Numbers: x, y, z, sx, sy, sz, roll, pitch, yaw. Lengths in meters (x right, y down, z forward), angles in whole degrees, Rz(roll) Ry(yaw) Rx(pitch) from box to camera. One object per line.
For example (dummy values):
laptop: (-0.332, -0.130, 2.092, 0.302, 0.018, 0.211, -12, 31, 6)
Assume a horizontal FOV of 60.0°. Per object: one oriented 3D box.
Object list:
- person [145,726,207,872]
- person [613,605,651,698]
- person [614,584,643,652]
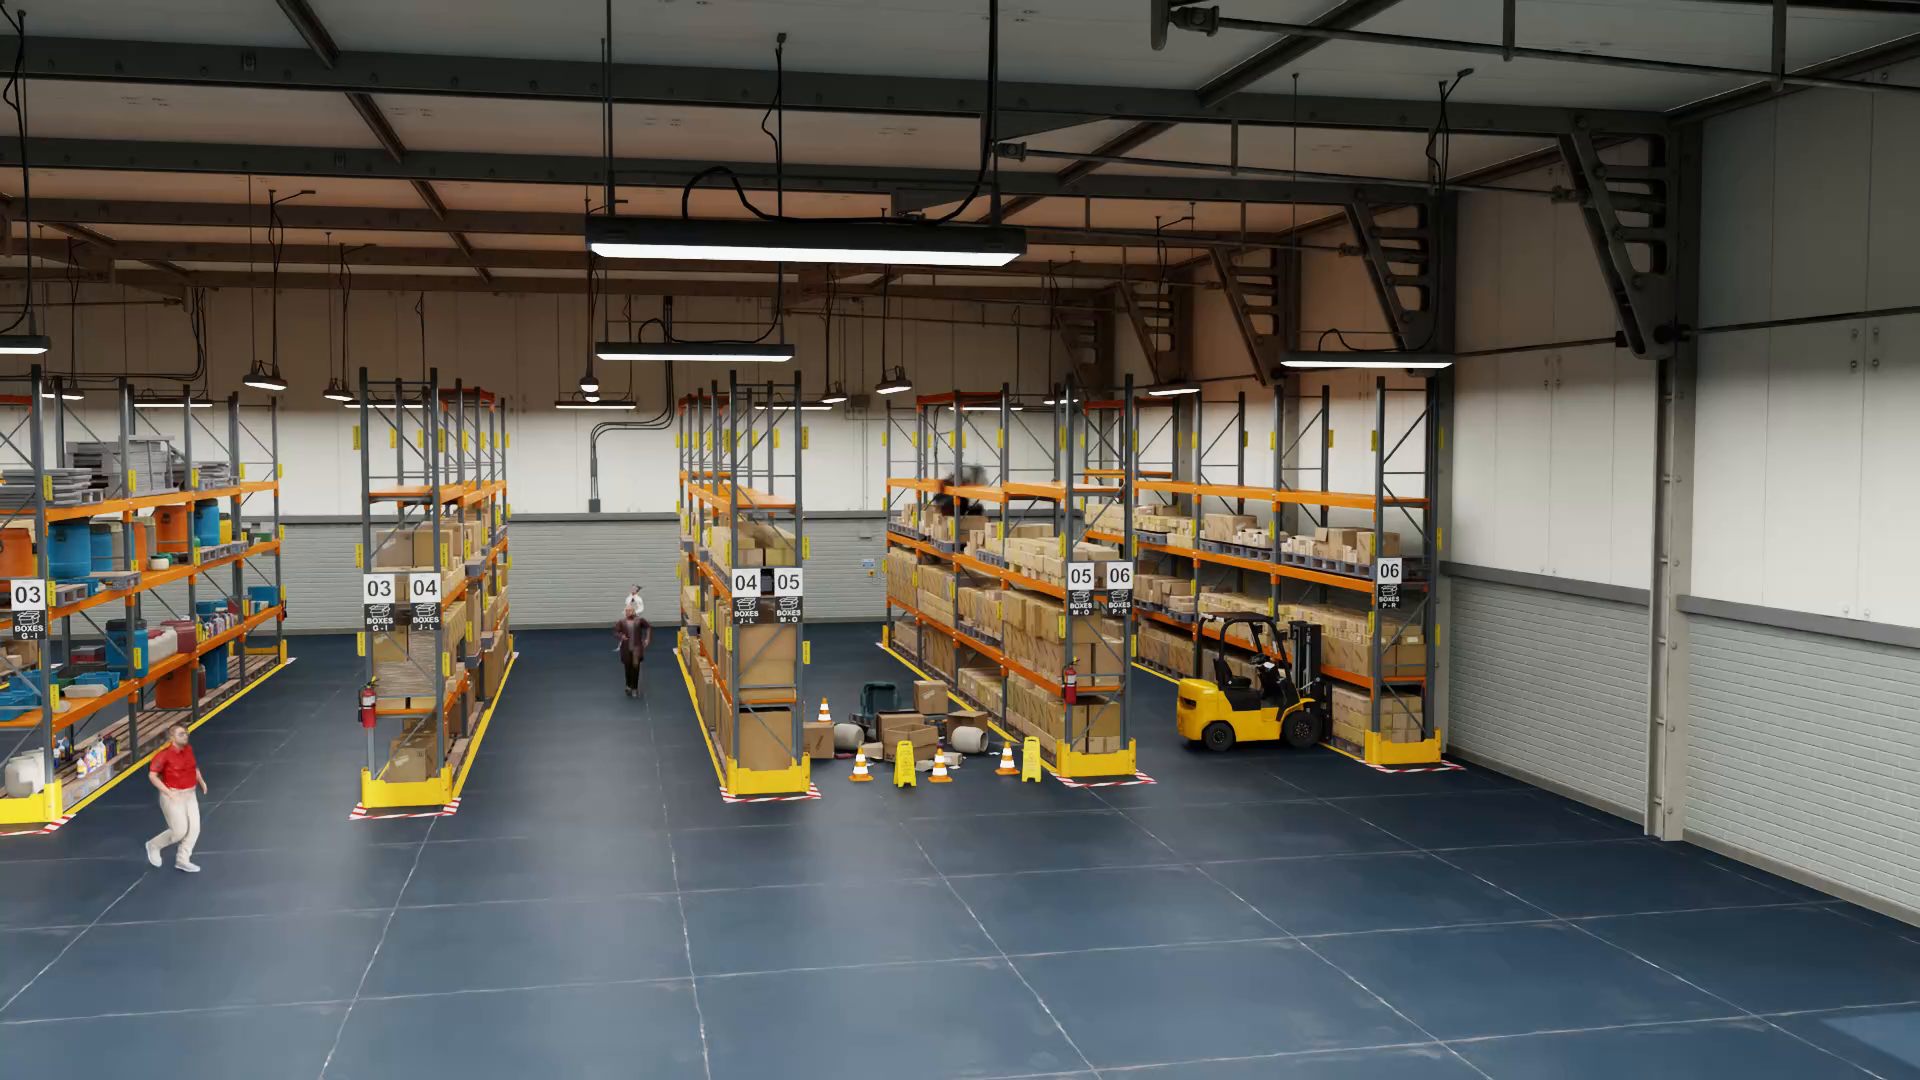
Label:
person: (-9.133, 3.009, 19.398, 0.578, 1.707, 0.685, 1, 4, 17)
person: (-6.455, 2.193, 32.753, 0.723, 1.820, 0.826, 0, 3, -5)
person: (-7.814, 1.850, 39.559, 0.664, 1.648, 0.637, 3, 5, 44)
